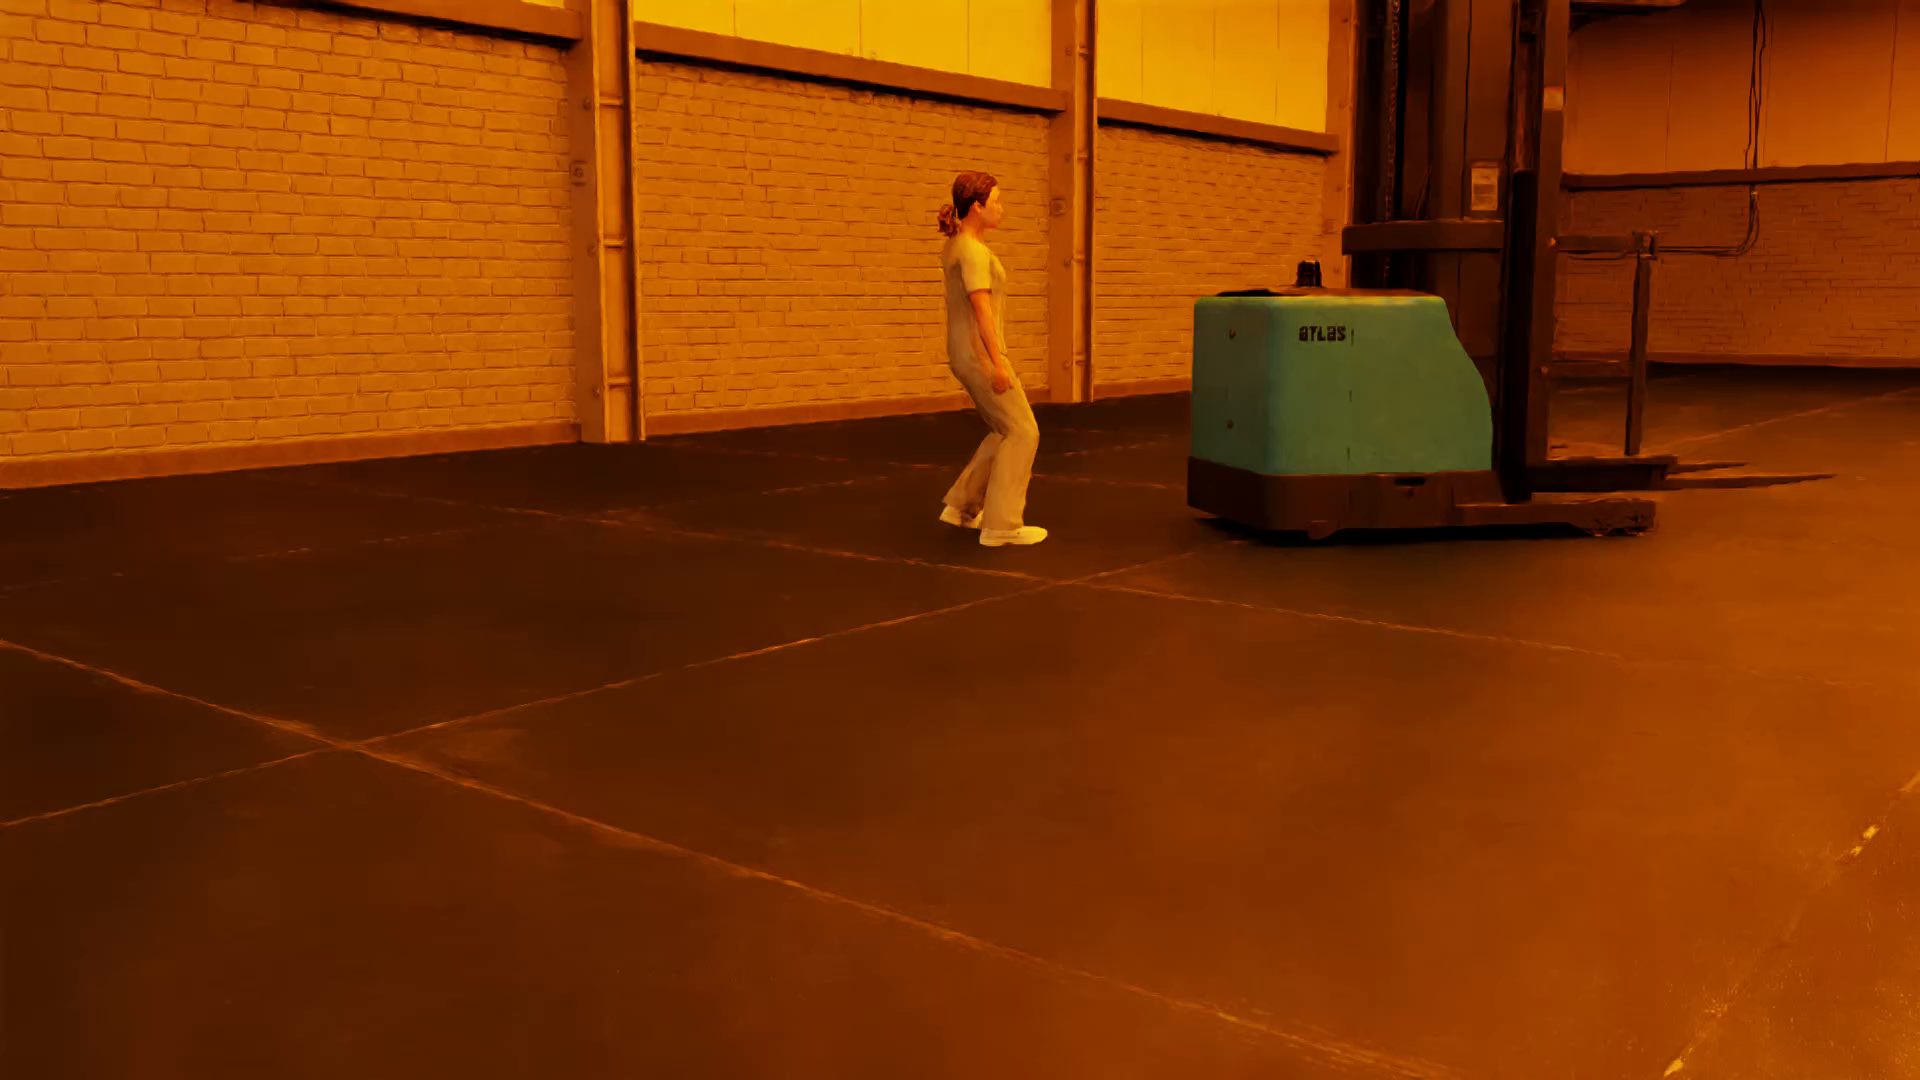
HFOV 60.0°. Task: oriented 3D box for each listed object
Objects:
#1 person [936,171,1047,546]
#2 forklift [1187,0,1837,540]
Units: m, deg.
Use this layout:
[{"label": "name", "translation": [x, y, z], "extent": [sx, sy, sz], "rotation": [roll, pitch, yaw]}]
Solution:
[{"label": "person", "translation": [0.128, -0.798, 7.304], "extent": [0.480, 1.612, 0.648], "rotation": [-1, 8, -7]}, {"label": "forklift", "translation": [2.675, -1.538, 7.792], "extent": [3.031, 2.935, 1.130], "rotation": [-2, 9, -13]}]
